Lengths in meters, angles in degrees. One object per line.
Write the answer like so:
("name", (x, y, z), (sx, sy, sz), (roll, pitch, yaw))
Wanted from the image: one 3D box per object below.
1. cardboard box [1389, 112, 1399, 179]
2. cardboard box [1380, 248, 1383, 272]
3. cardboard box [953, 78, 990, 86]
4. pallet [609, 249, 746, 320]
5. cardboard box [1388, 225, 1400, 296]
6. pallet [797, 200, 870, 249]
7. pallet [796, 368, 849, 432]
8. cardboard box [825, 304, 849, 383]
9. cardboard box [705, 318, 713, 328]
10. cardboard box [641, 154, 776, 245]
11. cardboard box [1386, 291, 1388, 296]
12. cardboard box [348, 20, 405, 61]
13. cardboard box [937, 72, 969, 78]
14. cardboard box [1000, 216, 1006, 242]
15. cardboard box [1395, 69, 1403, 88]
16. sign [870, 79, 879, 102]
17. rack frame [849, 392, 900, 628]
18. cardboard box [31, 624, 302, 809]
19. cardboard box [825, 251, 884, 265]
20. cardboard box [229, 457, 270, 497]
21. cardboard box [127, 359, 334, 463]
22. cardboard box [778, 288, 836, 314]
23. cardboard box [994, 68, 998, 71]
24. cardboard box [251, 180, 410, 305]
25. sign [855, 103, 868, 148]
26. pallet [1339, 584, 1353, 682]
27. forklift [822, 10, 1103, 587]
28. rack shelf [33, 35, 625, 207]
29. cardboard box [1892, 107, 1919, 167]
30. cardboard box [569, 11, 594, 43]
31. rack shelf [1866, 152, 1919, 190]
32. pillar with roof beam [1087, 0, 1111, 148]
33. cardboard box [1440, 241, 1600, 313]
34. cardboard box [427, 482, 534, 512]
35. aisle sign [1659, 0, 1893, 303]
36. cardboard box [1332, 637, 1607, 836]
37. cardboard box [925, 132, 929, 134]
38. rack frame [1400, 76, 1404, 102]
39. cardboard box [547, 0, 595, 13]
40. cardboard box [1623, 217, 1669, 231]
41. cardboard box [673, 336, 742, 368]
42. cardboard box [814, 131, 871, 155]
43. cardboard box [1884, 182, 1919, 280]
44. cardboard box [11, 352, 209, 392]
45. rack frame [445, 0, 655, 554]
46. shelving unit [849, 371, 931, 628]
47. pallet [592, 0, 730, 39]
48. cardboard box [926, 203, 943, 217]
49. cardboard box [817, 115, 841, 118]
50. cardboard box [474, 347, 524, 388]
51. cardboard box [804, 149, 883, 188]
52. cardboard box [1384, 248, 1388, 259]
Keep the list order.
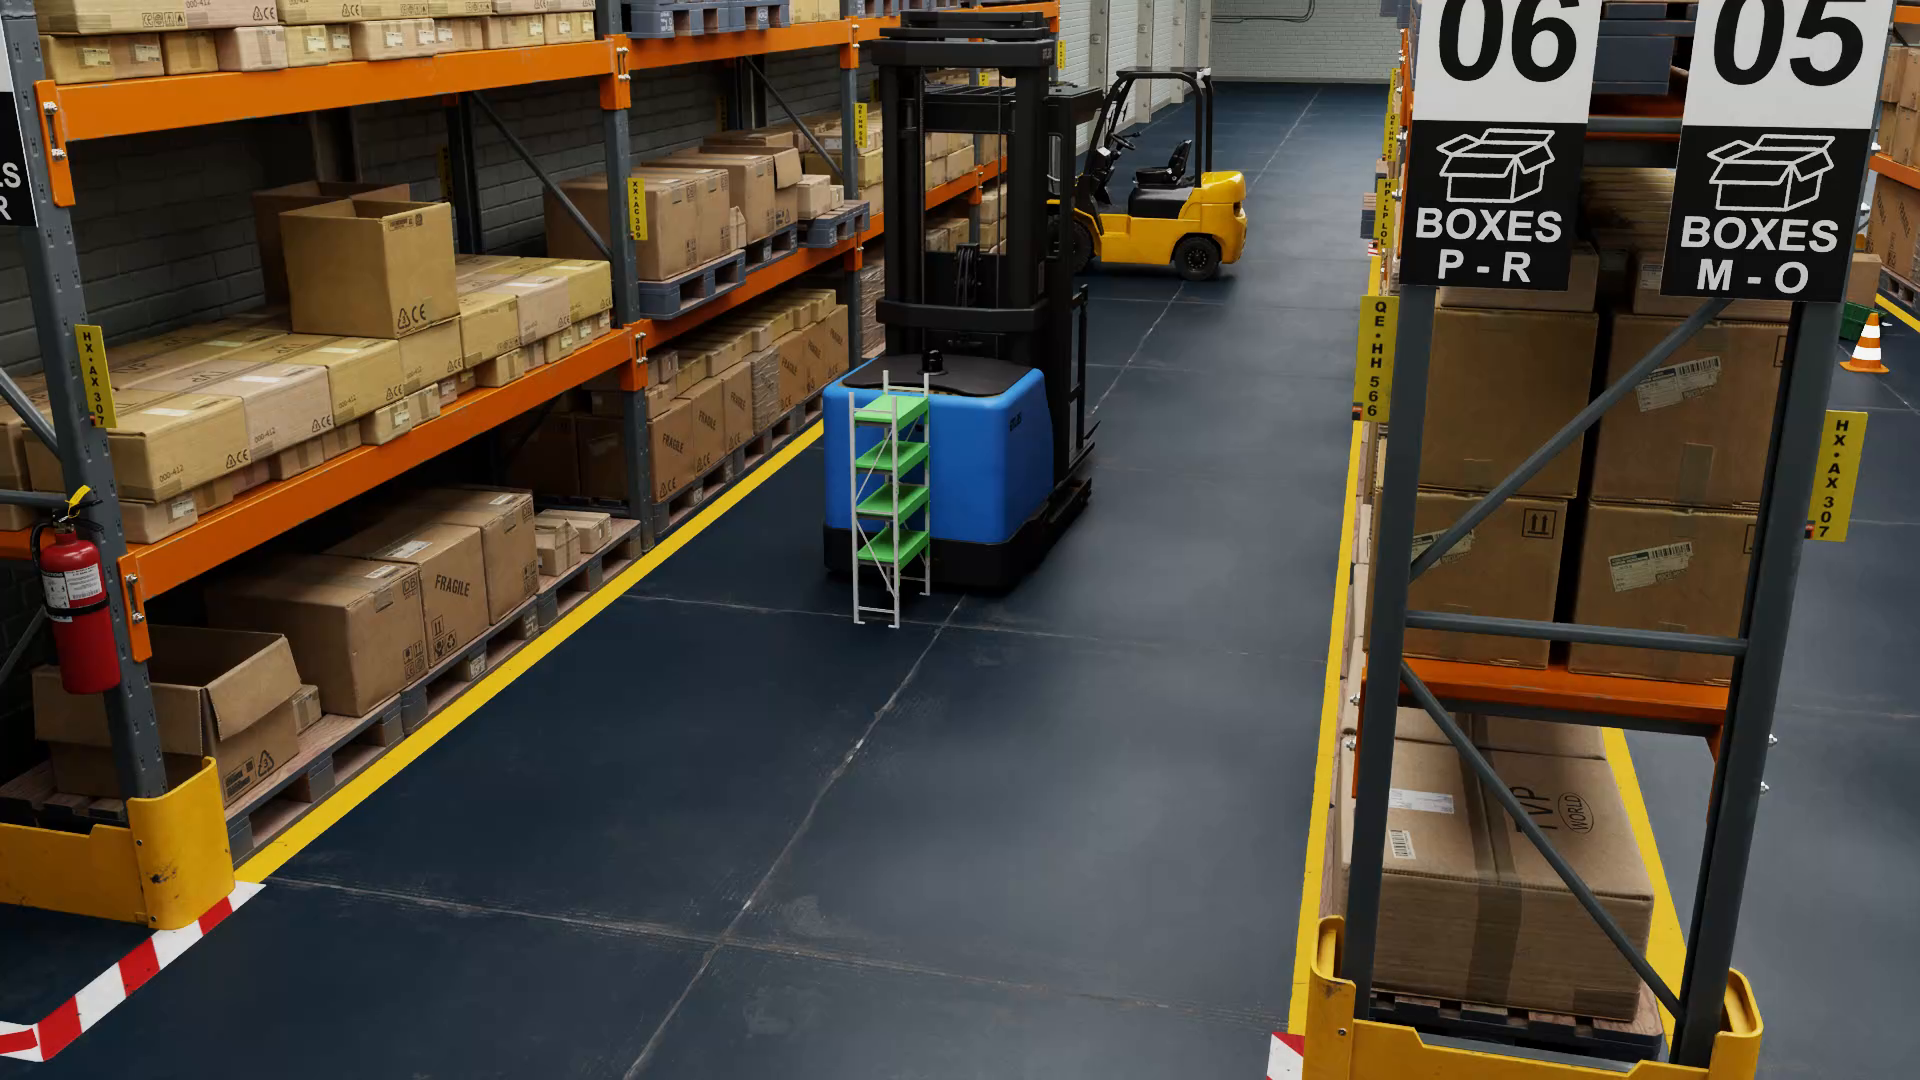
("cardboard box", (3.380, -2.811, 12.011), (0.500, 0.500, 0.500), (4, 19, 12))
("cardboard box", (4.520, -2.785, 16.805), (0.500, 0.250, 0.500), (4, 19, 12))
("cardboard box", (0.097, -4.645, 17.028), (0.380, 0.149, 0.250), (4, 19, 12))
("pallet", (-1.952, -1.548, 9.875), (1.003, 0.211, 1.213), (5, 19, 13))
("cardboard box", (1.694, -0.763, 5.580), (0.500, 0.500, 0.500), (5, 19, 13))
("pallet", (-1.374, -2.341, 12.199), (1.213, 0.211, 1.003), (5, 19, 13))
("pallet", (-1.495, -1.100, 12.580), (1.003, 0.211, 1.213), (5, 19, 13))
("cardboard box", (-1.171, -1.517, 12.705), (0.500, 0.500, 0.500), (5, 20, 15))
("cardboard box", (-1.953, -1.505, 11.668), (0.380, 0.149, 0.250), (4, 19, 12))
("cardboard box", (-1.600, -2.185, 10.639), (0.700, 0.500, 0.500), (5, 19, 13))
("cardboard box", (2.065, -0.769, 7.144), (0.500, 0.500, 0.500), (5, 19, 14))
("cardboard box", (-2.458, -1.998, 6.644), (0.380, 0.149, 0.250), (5, 19, 13))
("cardboard box", (-0.077, -4.999, 18.063), (0.380, 0.149, 0.250), (5, 20, 15))
("cardboard box", (0.240, -3.323, 17.608), (0.500, 0.250, 0.500), (5, 19, 13))
("cardboard box", (4.058, -4.087, 14.746), (0.380, 0.149, 0.250), (5, 19, 13))
("sign", (-0.837, -4.394, 16.451), (0.100, 0.325, 0.005), (5, 19, 13))
("rack frame", (-0.422, -0.136, 8.229), (0.240, 1.200, 0.015), (6, 20, 16))
("cardboard box", (-2.989, 0.656, 6.340), (0.797, 0.503, 0.637), (4, 19, 11))
("cardboard box", (-0.958, -2.125, 14.293), (0.875, 0.625, 0.625), (5, 20, 15))
("cardboard box", (-2.836, -0.274, 6.237), (0.380, 0.149, 0.250), (4, 19, 13))
("cardboard box", (-2.735, -0.492, 6.258), (0.500, 0.250, 0.500), (5, 19, 14))
("cardboard box", (-1.151, -1.798, 12.526), (0.380, 0.149, 0.250), (4, 19, 11))
("cardboard box", (0.595, -5.288, 18.910), (0.380, 0.149, 0.250), (5, 19, 14))
("cardboard box", (-2.875, -1.375, 7.685), (0.500, 0.500, 0.500), (4, 19, 12))
("sign", (-0.747, -3.121, 12.515), (0.100, 0.325, 0.005), (5, 19, 13))
("pallet", (2.299, 0.546, 7.762), (1.003, 0.211, 1.213), (5, 19, 13))
("forklift", (0.187, -1.579, 9.776), (1.130, 2.935, 3.031), (6, 20, 16))
("rack shelf", (-2.742, -1.849, 6.932), (1.077, 0.370, 4.000), (5, 19, 13))
("cardboard box", (9.899, -4.019, 16.581), (0.875, 0.550, 0.550), (5, 19, 13))
("cardboard box", (-2.055, -2.561, 8.293), (0.380, 0.149, 0.250), (5, 19, 13))
("rack shelf", (9.829, -3.440, 16.232), (1.077, 0.370, 4.000), (5, 19, 13))
("pillar with roof beam", (6.741, -11.271, 28.763), (9.100, 9.000, 0.400), (5, 19, 13))
("cardboard box", (1.477, -0.708, 4.414), (0.380, 0.149, 0.250), (5, 19, 14))
("cardboard box", (-2.644, -0.134, 8.951), (0.500, 0.311, 0.500), (5, 20, 15))
("aisle sign", (1.847, -0.937, 3.767), (0.394, 0.787, 0.004), (5, 19, 13))
("cardboard box", (1.863, 0.760, 6.138), (0.875, 0.438, 0.875), (5, 20, 15))
("cardboard box", (-0.440, -3.642, 14.550), (0.380, 0.149, 0.250), (4, 19, 12))
("rack frame", (3.538, -2.259, 11.662), (1.000, 3.000, 0.127), (5, 19, 13))
("cardboard box", (-2.128, -2.715, 8.126), (0.500, 0.250, 0.500), (5, 19, 14))
("cardboard box", (2.109, -0.829, 4.769), (0.380, 0.149, 0.250), (5, 20, 15))
("cardboard box", (-1.649, -1.225, 10.847), (0.380, 0.149, 0.250), (5, 20, 15))
("cardboard box", (-0.912, -3.081, 12.909), (0.380, 0.149, 0.250), (5, 20, 15))
("cardboard box", (10.003, -3.107, 16.781), (0.875, 0.875, 0.875), (4, 19, 13))
("cardboard box", (-3.248, -0.539, 6.398), (0.500, 0.250, 0.500), (5, 19, 14))
("rack frame", (-2.253, -1.397, 9.136), (1.000, 3.000, 0.127), (5, 19, 13))
("shelving unit", (-0.348, -0.211, 8.449), (0.258, 1.200, 0.503), (6, 20, 16))
("pallet", (-2.026, -2.926, 9.263), (1.213, 0.211, 1.003), (5, 19, 13))
("cardboard box", (-0.366, -3.444, 17.188), (0.500, 0.250, 0.500), (5, 20, 14))
("cardboard box", (-1.036, -3.605, 14.444), (0.380, 0.149, 0.250), (5, 20, 15))
("cardboard box", (-2.294, -0.829, 7.862), (0.380, 0.149, 0.250), (4, 19, 13))
("cardboard box", (-0.906, -2.934, 13.094), (0.500, 0.250, 0.500), (5, 19, 13))
("cardboard box", (2.777, -1.811, 9.807), (0.500, 0.250, 0.500), (5, 19, 14))
